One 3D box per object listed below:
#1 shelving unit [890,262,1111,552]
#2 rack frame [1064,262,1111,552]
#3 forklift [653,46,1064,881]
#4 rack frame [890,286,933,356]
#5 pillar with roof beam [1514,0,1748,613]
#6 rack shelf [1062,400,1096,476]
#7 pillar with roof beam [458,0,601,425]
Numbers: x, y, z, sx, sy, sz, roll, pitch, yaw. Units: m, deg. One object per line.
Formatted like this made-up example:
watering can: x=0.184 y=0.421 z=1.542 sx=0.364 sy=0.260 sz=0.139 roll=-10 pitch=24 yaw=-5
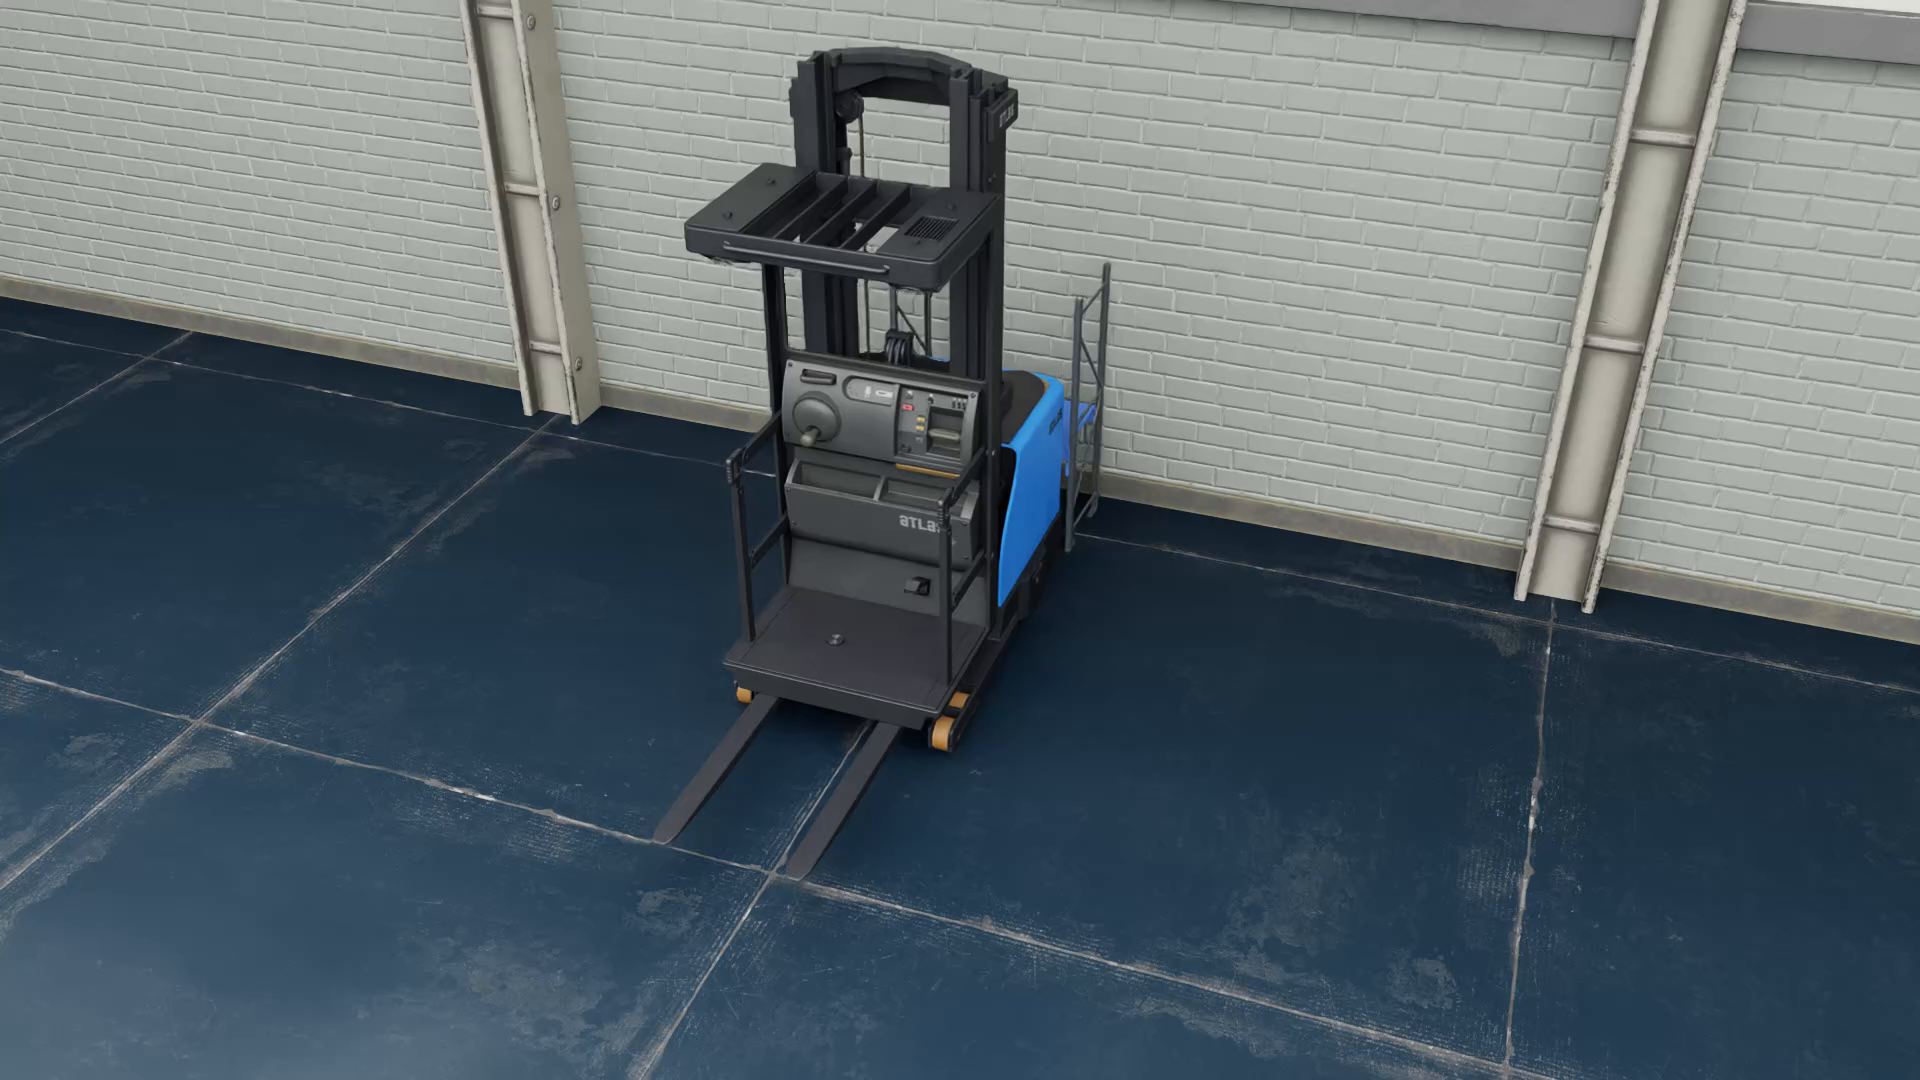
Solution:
shelving unit: x=0.210 y=-0.798 z=9.071 sx=1.048 sy=1.500 sz=0.538 roll=12 pitch=35 yaw=18
rack frame: x=0.682 y=-0.695 z=8.911 sx=0.032 sy=1.500 sz=0.500 roll=12 pitch=35 yaw=18
forklift: x=-0.437 y=-0.506 z=7.300 sx=1.130 sy=2.935 sz=3.031 roll=11 pitch=35 yaw=17
rack frame: x=-0.261 y=-0.902 z=9.232 sx=0.032 sy=1.500 sz=0.500 roll=12 pitch=35 yaw=18
pillar with roof beam: x=1.696 y=-1.315 z=2.958 sx=0.400 sy=9.000 sz=9.100 roll=11 pitch=34 yaw=16
rack shelf: x=0.210 y=-0.647 z=9.169 sx=1.000 sy=0.185 sz=0.538 roll=12 pitch=35 yaw=18
pillar with roof beam: x=-3.952 y=-2.413 z=4.659 sx=0.400 sy=9.000 sz=9.100 roll=11 pitch=34 yaw=16
